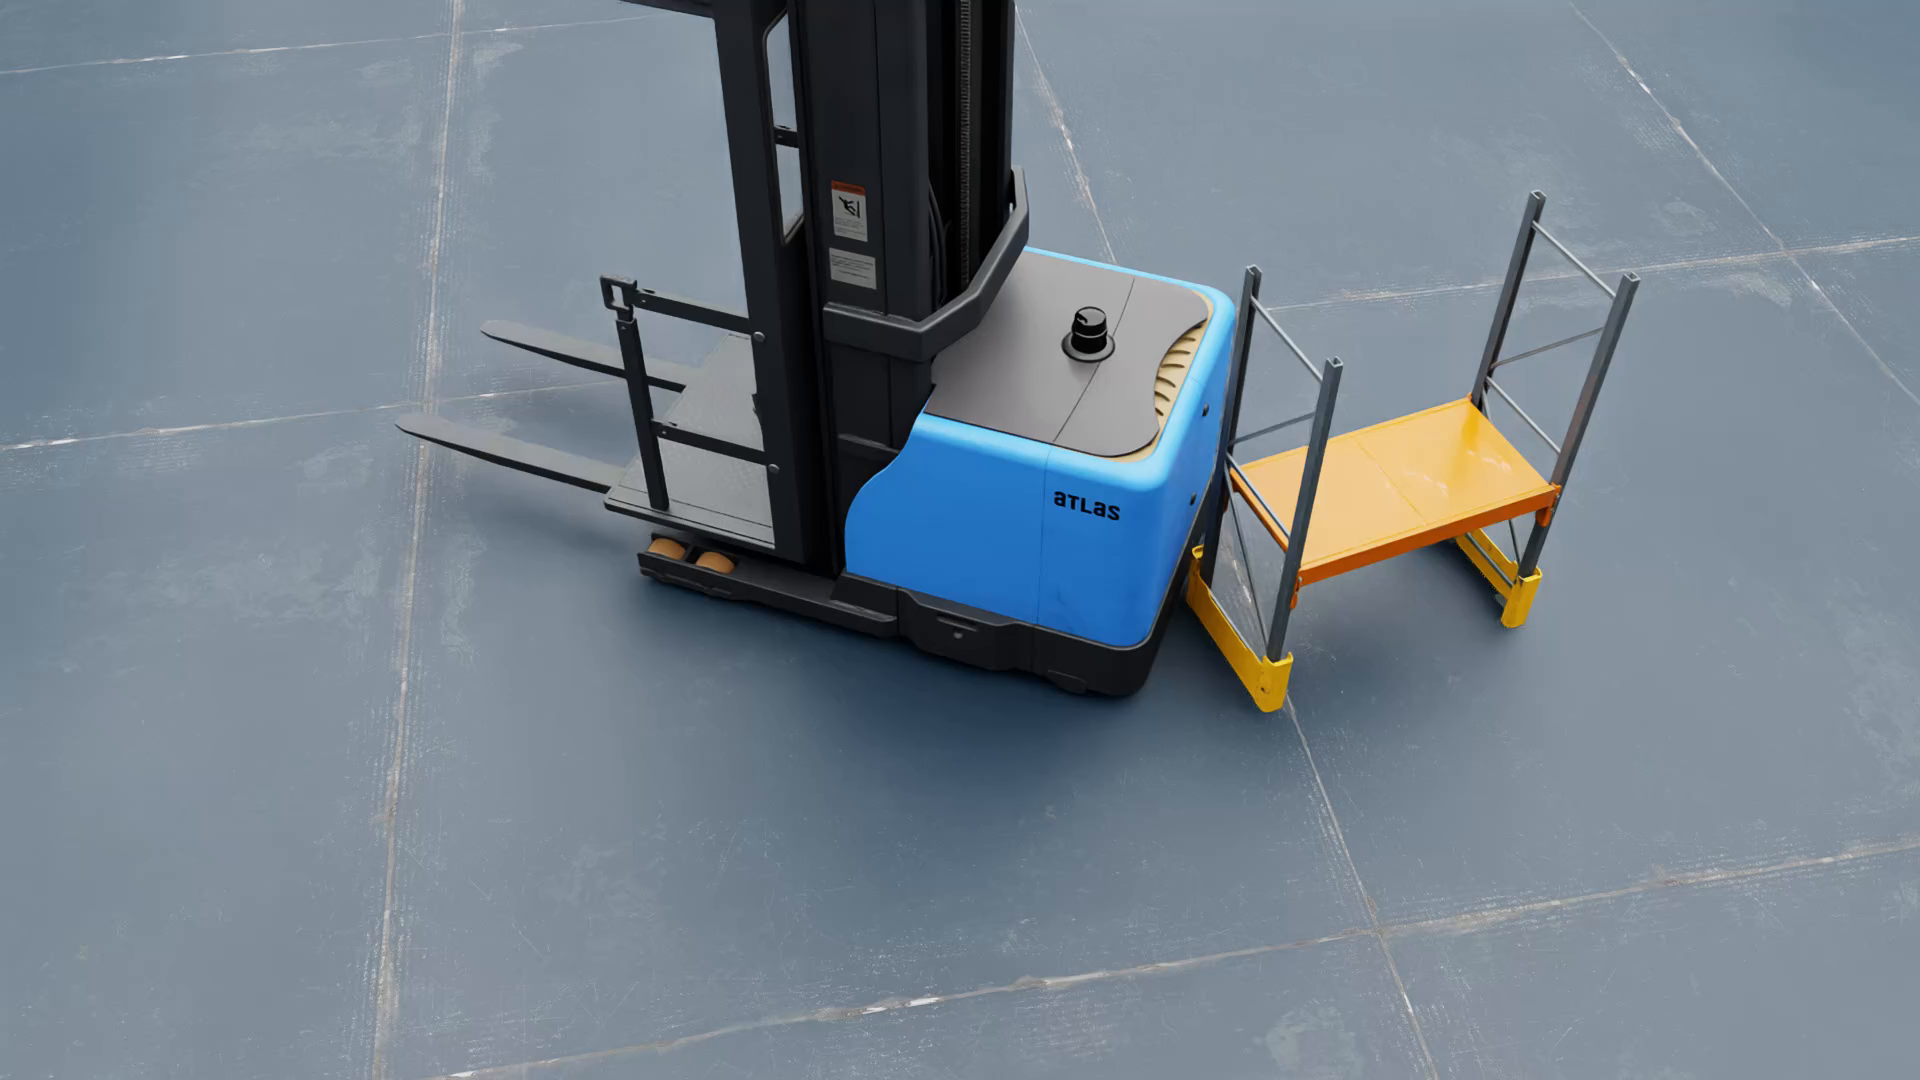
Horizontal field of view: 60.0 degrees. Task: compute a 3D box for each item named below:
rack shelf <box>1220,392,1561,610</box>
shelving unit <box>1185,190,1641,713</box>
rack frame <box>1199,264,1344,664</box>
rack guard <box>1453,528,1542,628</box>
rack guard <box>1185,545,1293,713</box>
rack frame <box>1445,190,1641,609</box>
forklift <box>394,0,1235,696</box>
[{"bbox_3d":[1.431,-0.147,5.600,1.000,0.185,0.538,-17,48,-15],"label":"rack shelf"},{"bbox_3d":[1.423,-0.269,5.468,1.083,1.500,0.587,-17,48,-15],"label":"shelving unit"},{"bbox_3d":[0.962,-0.132,5.335,0.032,1.500,0.500,-17,48,-15],"label":"rack frame"},{"bbox_3d":[1.883,0.027,6.050,0.087,0.250,0.587,-17,48,-15],"label":"rack guard"},{"bbox_3d":[0.963,0.302,5.786,0.087,0.250,0.587,-17,48,-15],"label":"rack guard"},{"bbox_3d":[1.901,-0.412,5.605,0.032,1.500,0.500,-17,48,-15],"label":"rack frame"},{"bbox_3d":[-0.636,-1.152,5.324,3.031,2.935,1.130,15,48,14],"label":"forklift"}]
